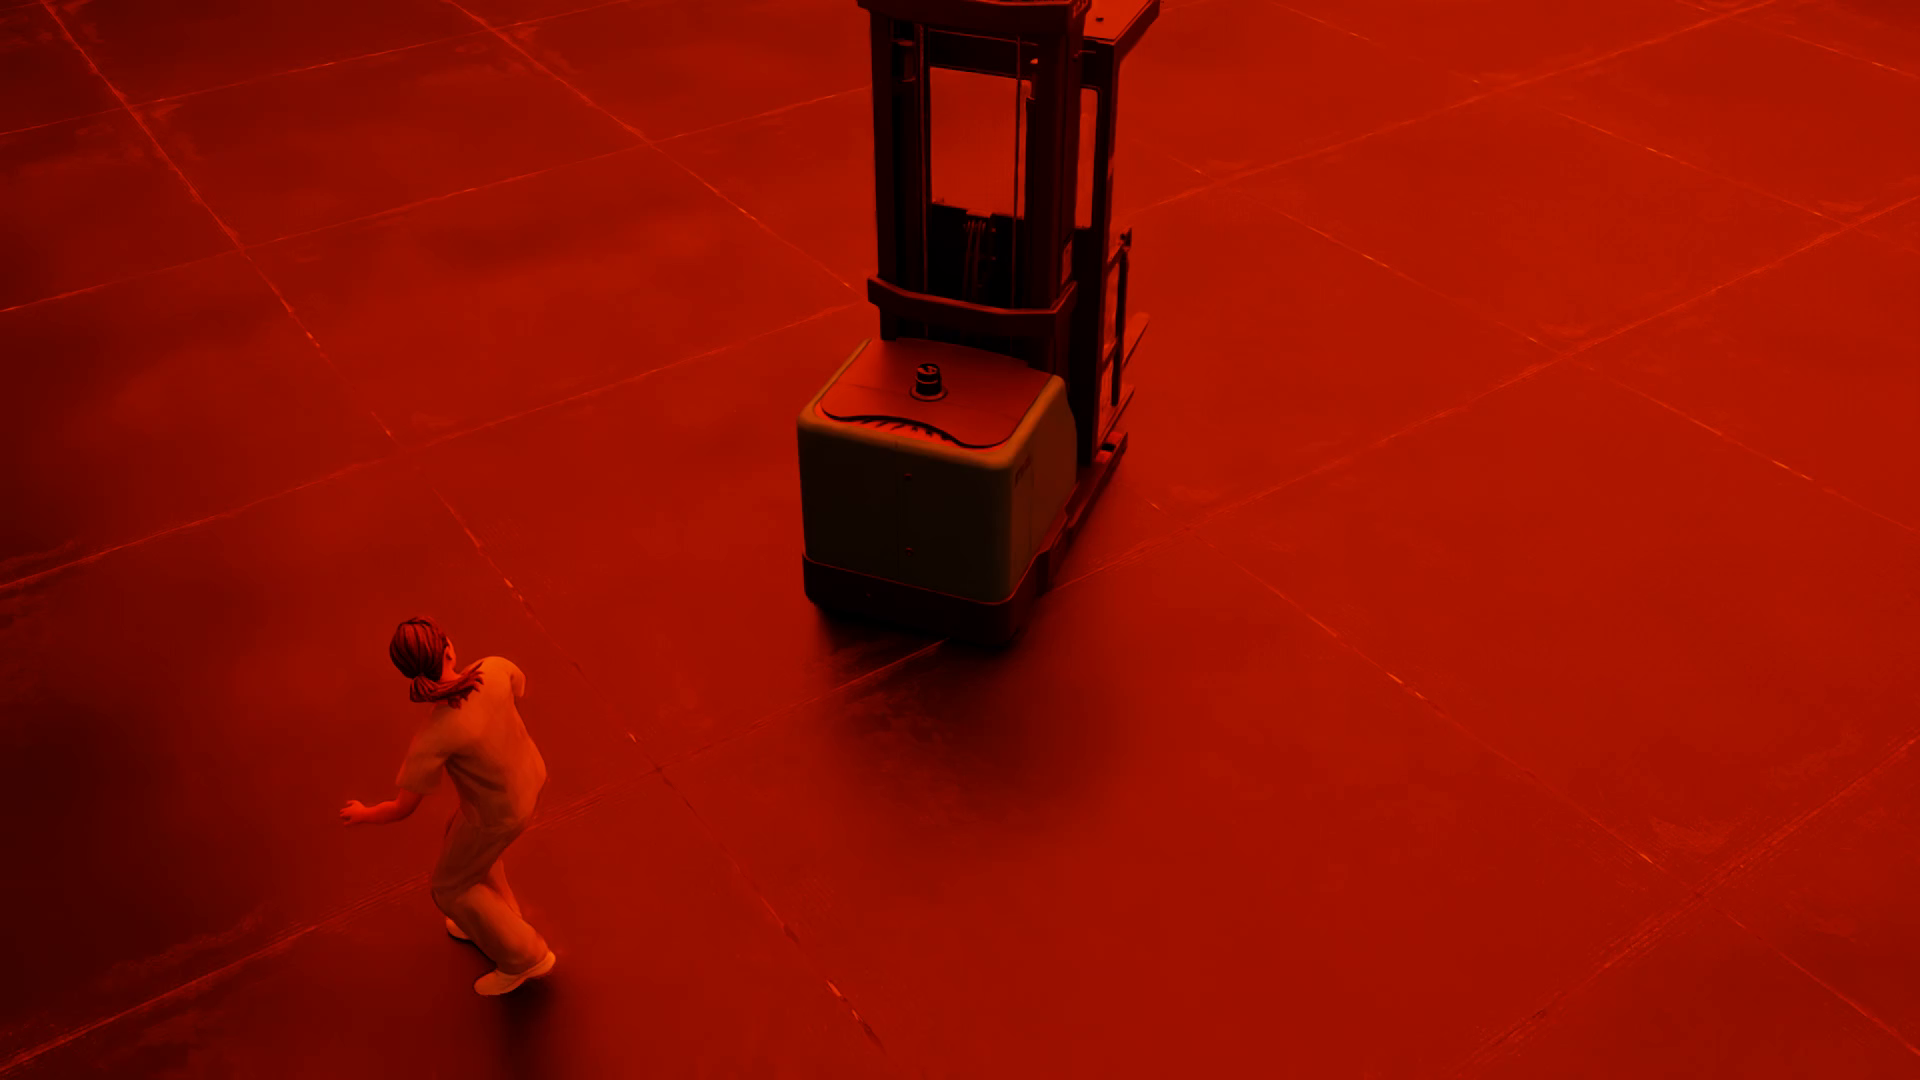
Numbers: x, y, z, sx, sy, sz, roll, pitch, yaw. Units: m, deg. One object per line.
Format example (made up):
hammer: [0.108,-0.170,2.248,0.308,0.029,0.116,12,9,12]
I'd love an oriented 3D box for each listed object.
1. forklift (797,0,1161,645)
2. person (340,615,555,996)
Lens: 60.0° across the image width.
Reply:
forklift: [0.264,-1.570,8.069,1.130,2.935,3.031,13,38,17]
person: [-1.792,0.904,5.868,0.622,1.600,0.682,6,37,7]
